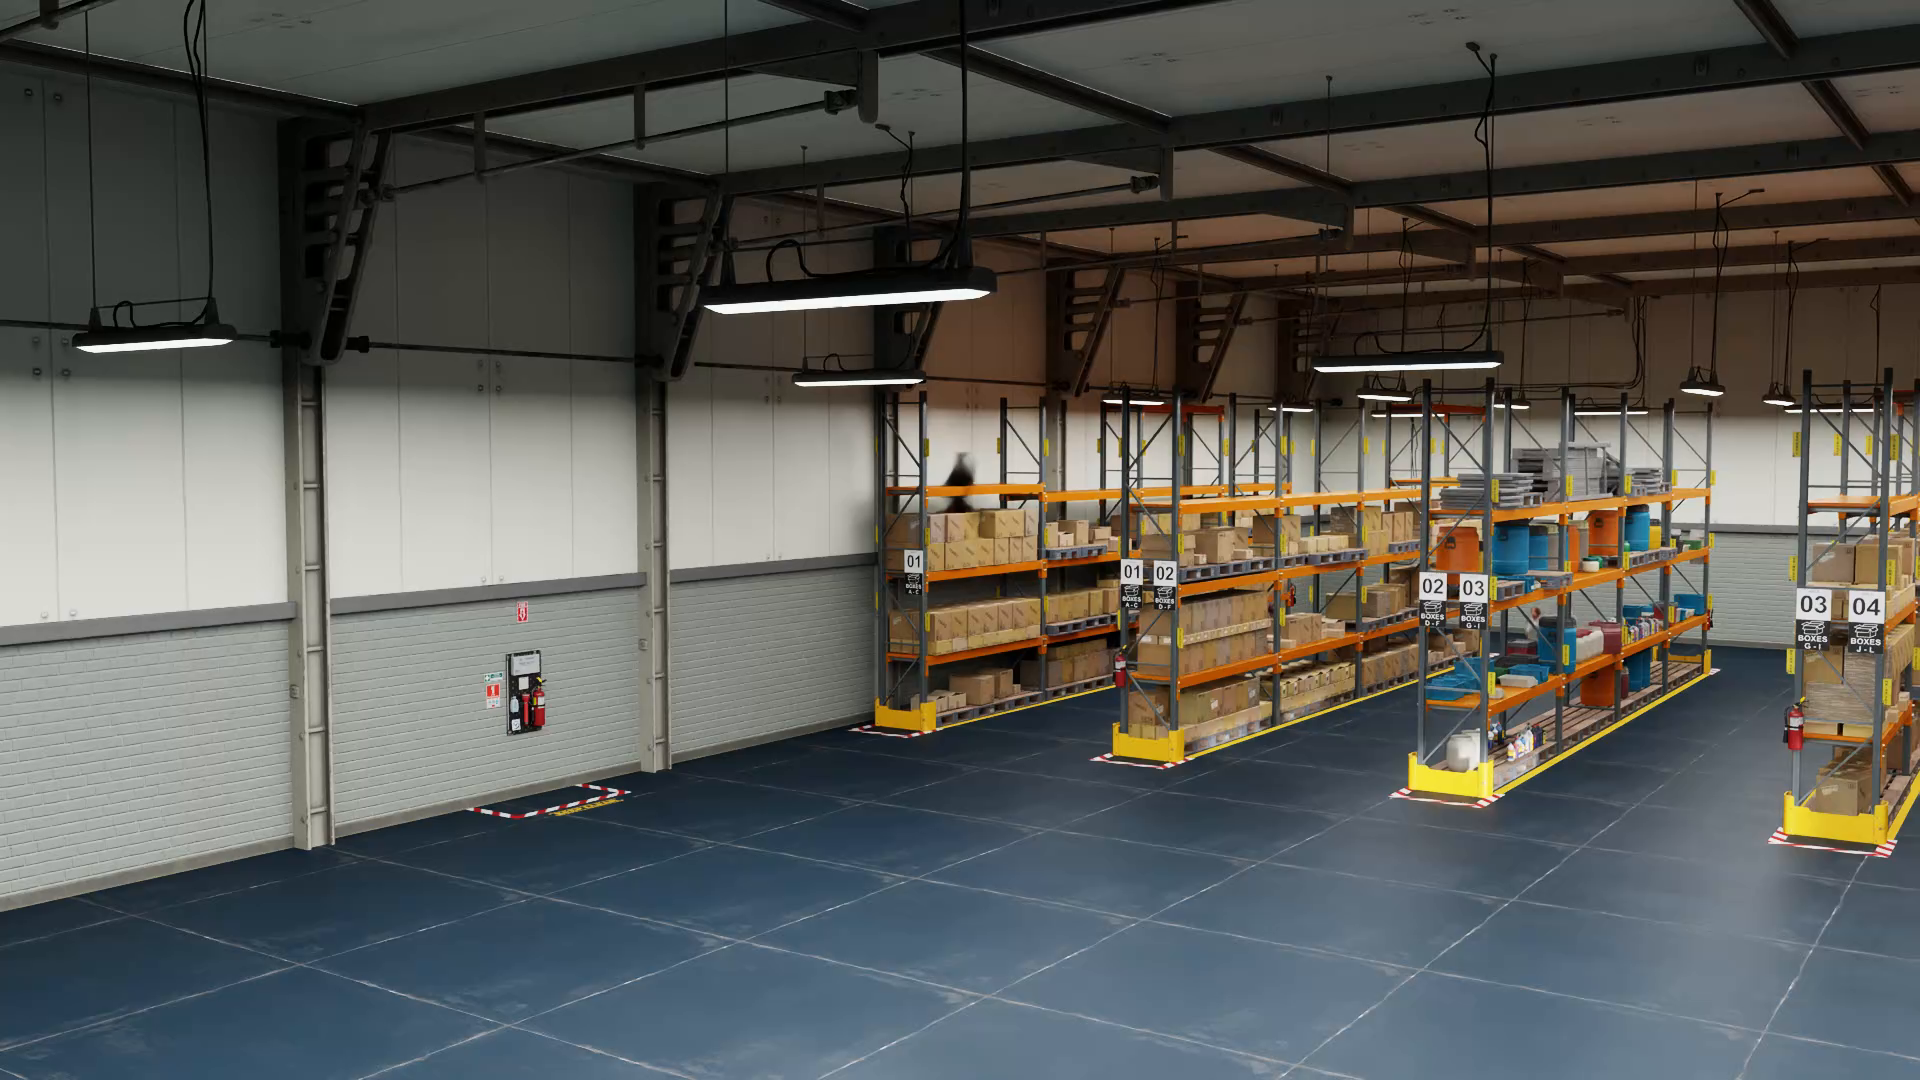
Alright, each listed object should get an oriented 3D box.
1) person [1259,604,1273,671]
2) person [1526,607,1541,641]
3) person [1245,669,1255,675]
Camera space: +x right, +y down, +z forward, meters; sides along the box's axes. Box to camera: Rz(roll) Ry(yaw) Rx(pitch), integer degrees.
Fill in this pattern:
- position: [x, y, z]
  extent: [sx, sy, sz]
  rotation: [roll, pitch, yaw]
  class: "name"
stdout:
- position: [6.735, 2.051, 37.617]
  extent: [0.710, 1.757, 1.059]
  rotation: [1, 3, 21]
  class: "person"
- position: [12.439, 2.227, 35.756]
  extent: [0.537, 1.607, 0.733]
  rotation: [2, 4, 38]
  class: "person"
- position: [5.979, 2.215, 34.633]
  extent: [0.704, 1.714, 0.798]
  rotation: [3, 4, 41]
  class: "person"
